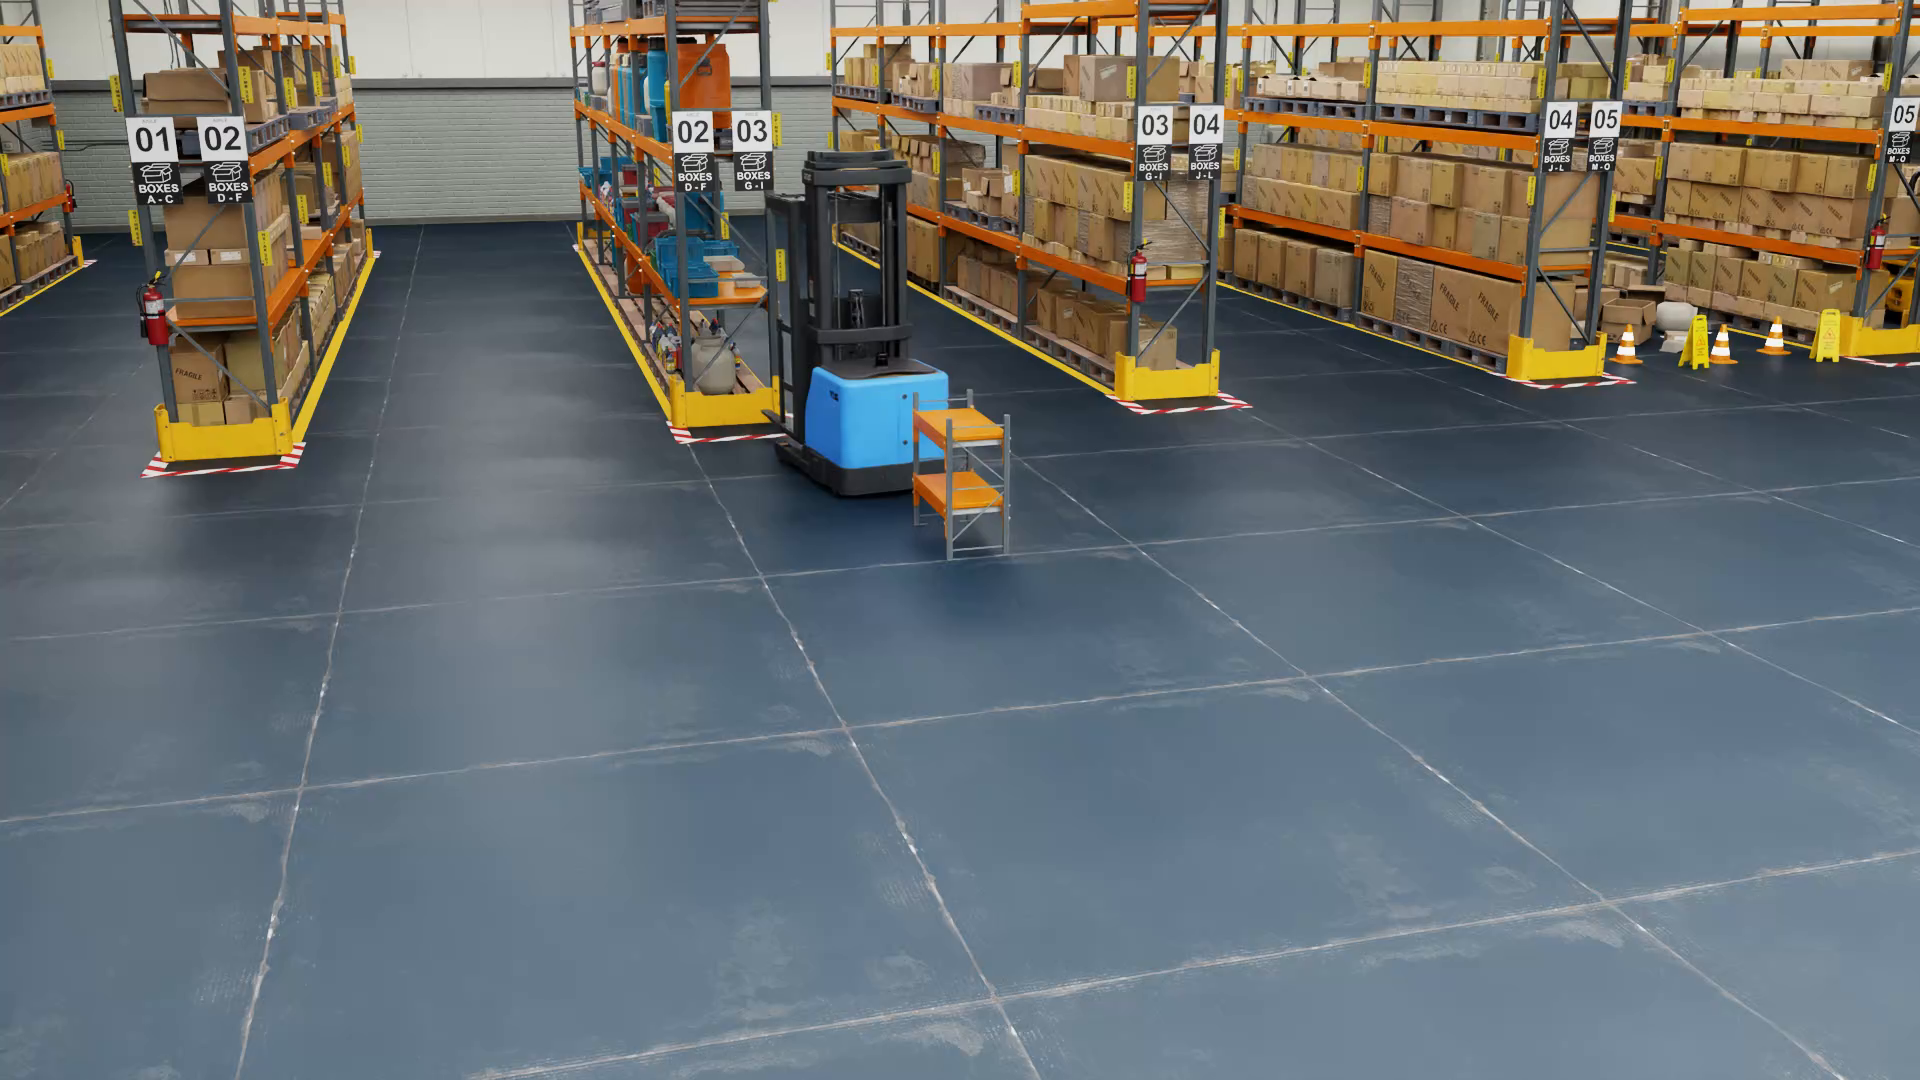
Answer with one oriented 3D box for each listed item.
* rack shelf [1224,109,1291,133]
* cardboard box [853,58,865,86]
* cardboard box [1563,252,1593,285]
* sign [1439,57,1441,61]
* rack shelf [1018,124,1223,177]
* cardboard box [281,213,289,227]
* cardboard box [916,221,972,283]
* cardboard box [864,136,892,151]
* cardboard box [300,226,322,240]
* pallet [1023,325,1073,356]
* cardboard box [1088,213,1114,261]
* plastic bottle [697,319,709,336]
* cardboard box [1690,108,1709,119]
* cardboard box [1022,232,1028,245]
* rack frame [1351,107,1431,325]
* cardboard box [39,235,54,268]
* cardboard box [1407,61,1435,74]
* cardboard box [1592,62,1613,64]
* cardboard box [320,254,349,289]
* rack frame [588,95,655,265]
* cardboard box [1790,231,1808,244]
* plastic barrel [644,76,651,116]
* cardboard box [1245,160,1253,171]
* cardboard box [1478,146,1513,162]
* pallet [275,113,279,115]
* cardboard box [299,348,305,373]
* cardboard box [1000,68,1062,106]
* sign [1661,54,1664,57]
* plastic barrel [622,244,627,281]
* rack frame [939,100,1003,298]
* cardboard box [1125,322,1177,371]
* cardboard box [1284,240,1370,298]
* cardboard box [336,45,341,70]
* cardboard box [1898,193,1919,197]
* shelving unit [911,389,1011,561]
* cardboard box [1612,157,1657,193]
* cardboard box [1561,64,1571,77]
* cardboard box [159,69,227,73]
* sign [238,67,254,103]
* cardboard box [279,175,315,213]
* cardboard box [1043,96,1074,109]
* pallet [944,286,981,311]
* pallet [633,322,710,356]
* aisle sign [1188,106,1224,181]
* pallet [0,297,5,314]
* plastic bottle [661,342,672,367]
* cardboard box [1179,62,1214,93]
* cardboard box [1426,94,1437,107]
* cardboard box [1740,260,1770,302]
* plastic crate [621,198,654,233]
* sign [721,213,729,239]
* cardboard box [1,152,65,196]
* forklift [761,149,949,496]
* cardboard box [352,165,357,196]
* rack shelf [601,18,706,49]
[{"bbox_3d":[4.419,-7.288,28.538,1.077,0.370,4.000,-5,17,-15],"label":"rack shelf"},{"bbox_3d":[-1.605,-8.781,31.180,0.700,0.500,0.500,-6,18,-19],"label":"cardboard box"},{"bbox_3d":[9.096,-3.972,24.491,0.500,0.500,0.500,-5,17,-15],"label":"cardboard box"},{"bbox_3d":[9.120,-9.049,31.704,0.100,0.325,0.005,-5,17,-15],"label":"sign"},{"bbox_3d":[1.820,-4.711,19.959,1.077,0.370,4.000,-5,17,-15],"label":"rack shelf"},{"bbox_3d":[-7.974,-3.690,19.223,0.380,0.149,0.250,-5,17,-15],"label":"cardboard box"},{"bbox_3d":[0.002,-4.655,26.698,1.225,0.875,0.875,-6,18,-18],"label":"cardboard box"},{"bbox_3d":[-1.445,-7.060,30.181,0.500,0.500,0.500,-5,17,-15],"label":"cardboard box"},{"bbox_3d":[-8.842,-4.149,22.488,0.380,0.149,0.250,-5,17,-15],"label":"cardboard box"},{"bbox_3d":[1.489,-2.654,21.920,1.003,0.211,1.213,-5,17,-15],"label":"pallet"},{"bbox_3d":[1.993,-3.539,19.330,0.875,0.500,0.500,-5,17,-15],"label":"cardboard box"},{"bbox_3d":[-3.176,-2.556,20.587,0.144,0.351,0.185,-5,17,-15],"label":"plastic bottle"},{"bbox_3d":[10.665,-6.089,23.733,0.380,0.149,0.250,-5,17,-15],"label":"cardboard box"},{"bbox_3d":[1.041,-3.969,21.887,0.380,0.149,0.250,-5,17,-15],"label":"cardboard box"},{"bbox_3d":[6.068,-4.537,23.341,1.000,3.000,0.127,-5,17,-15],"label":"rack frame"},{"bbox_3d":[-15.750,-4.858,28.025,0.700,0.500,0.500,-5,18,-17],"label":"cardboard box"},{"bbox_3d":[6.051,-6.145,21.630,0.380,0.149,0.250,-5,17,-16],"label":"cardboard box"},{"bbox_3d":[13.002,-9.429,33.290,0.500,0.250,0.500,-5,17,-15],"label":"cardboard box"},{"bbox_3d":[-9.635,-4.086,25.421,0.500,0.500,0.500,-5,18,-17],"label":"cardboard box"},{"bbox_3d":[-5.690,-5.994,28.191,1.000,3.000,0.127,-5,17,-15],"label":"rack frame"},{"bbox_3d":[11.264,-4.018,22.052,0.380,0.149,0.250,-4,17,-14],"label":"cardboard box"},{"bbox_3d":[-3.562,-5.337,19.868,0.421,0.512,0.421,0,17,0],"label":"plastic barrel"},{"bbox_3d":[4.951,-6.226,27.638,0.380,0.149,0.250,-5,17,-17],"label":"cardboard box"},{"bbox_3d":[9.306,-6.711,28.669,0.500,0.500,0.500,-5,17,-17],"label":"cardboard box"},{"bbox_3d":[-8.510,-4.978,19.929,0.805,0.209,1.217,-5,18,-17],"label":"pallet"},{"bbox_3d":[-7.790,-2.024,19.027,0.500,0.250,0.500,-5,17,-15],"label":"cardboard box"},{"bbox_3d":[0.977,-6.258,22.948,0.797,0.503,0.637,-4,17,-13],"label":"cardboard box"},{"bbox_3d":[13.905,-9.480,33.000,0.100,0.325,0.005,-5,17,-15],"label":"sign"},{"bbox_3d":[-5.052,-4.380,26.280,0.600,0.588,0.708,-5,17,-15],"label":"plastic barrel"},{"bbox_3d":[0.171,-5.279,25.812,1.000,3.000,0.127,-5,17,-15],"label":"rack frame"},{"bbox_3d":[2.215,-2.244,19.323,0.500,0.500,0.500,-1,17,-5],"label":"cardboard box"},{"bbox_3d":[5.549,-4.092,25.041,1.050,0.750,0.750,-5,17,-15],"label":"cardboard box"},{"bbox_3d":[-11.396,-8.532,29.516,0.700,0.500,0.500,-5,17,-15],"label":"cardboard box"},{"bbox_3d":[15.181,-5.396,26.463,0.500,0.250,0.500,-4,17,-14],"label":"cardboard box"},{"bbox_3d":[-0.002,-0.541,13.296,0.538,1.125,1.048,-5,17,-15],"label":"shelving unit"},{"bbox_3d":[10.314,-5.594,25.440,0.500,0.500,0.500,-5,17,-15],"label":"cardboard box"},{"bbox_3d":[7.313,-5.564,19.695,0.380,0.149,0.250,-5,17,-15],"label":"cardboard box"},{"bbox_3d":[-7.924,-4.679,17.448,0.797,0.503,0.637,-3,17,-9],"label":"cardboard box"},{"bbox_3d":[-6.621,-4.219,15.413,0.100,0.325,0.005,-5,17,-15],"label":"sign"},{"bbox_3d":[-9.636,-4.911,23.683,0.700,0.500,0.500,-12,20,-34],"label":"cardboard box"},{"bbox_3d":[1.257,-5.469,20.797,0.380,0.149,0.250,-5,17,-15],"label":"cardboard box"},{"bbox_3d":[0.385,-3.727,25.493,1.003,0.211,1.213,-5,17,-15],"label":"pallet"},{"bbox_3d":[-3.745,-2.659,21.939,1.003,0.211,1.213,-5,17,-15],"label":"pallet"},{"bbox_3d":[2.675,-4.318,18.093,0.394,0.787,0.004,-5,17,-15],"label":"aisle sign"},{"bbox_3d":[-14.592,-3.329,24.169,1.003,0.211,1.213,-5,17,-15],"label":"pallet"},{"bbox_3d":[-3.400,-2.164,19.413,0.152,0.276,0.135,-5,17,-17],"label":"plastic bottle"},{"bbox_3d":[4.167,-7.999,28.744,0.797,0.503,0.637,-5,17,-16],"label":"cardboard box"},{"bbox_3d":[6.193,-5.622,21.274,0.380,0.149,0.250,-5,17,-15],"label":"cardboard box"},{"bbox_3d":[11.149,-3.578,22.896,0.500,0.500,0.500,-5,17,-17],"label":"cardboard box"},{"bbox_3d":[-4.441,-4.447,22.930,0.402,0.464,0.583,-5,17,-15],"label":"plastic crate"},{"bbox_3d":[-2.960,-3.954,20.919,0.100,0.325,0.005,-5,17,-15],"label":"sign"},{"bbox_3d":[-16.165,-6.320,28.757,0.980,0.700,0.700,-4,17,-13],"label":"cardboard box"},{"bbox_3d":[-1.138,-2.170,15.582,1.130,2.935,3.031,-7,18,-23],"label":"forklift"},{"bbox_3d":[-10.752,-6.234,28.818,0.500,0.500,0.500,-5,17,-16],"label":"cardboard box"},{"bbox_3d":[-4.041,-6.671,21.964,1.077,0.370,4.000,-5,17,-15],"label":"rack shelf"}]
